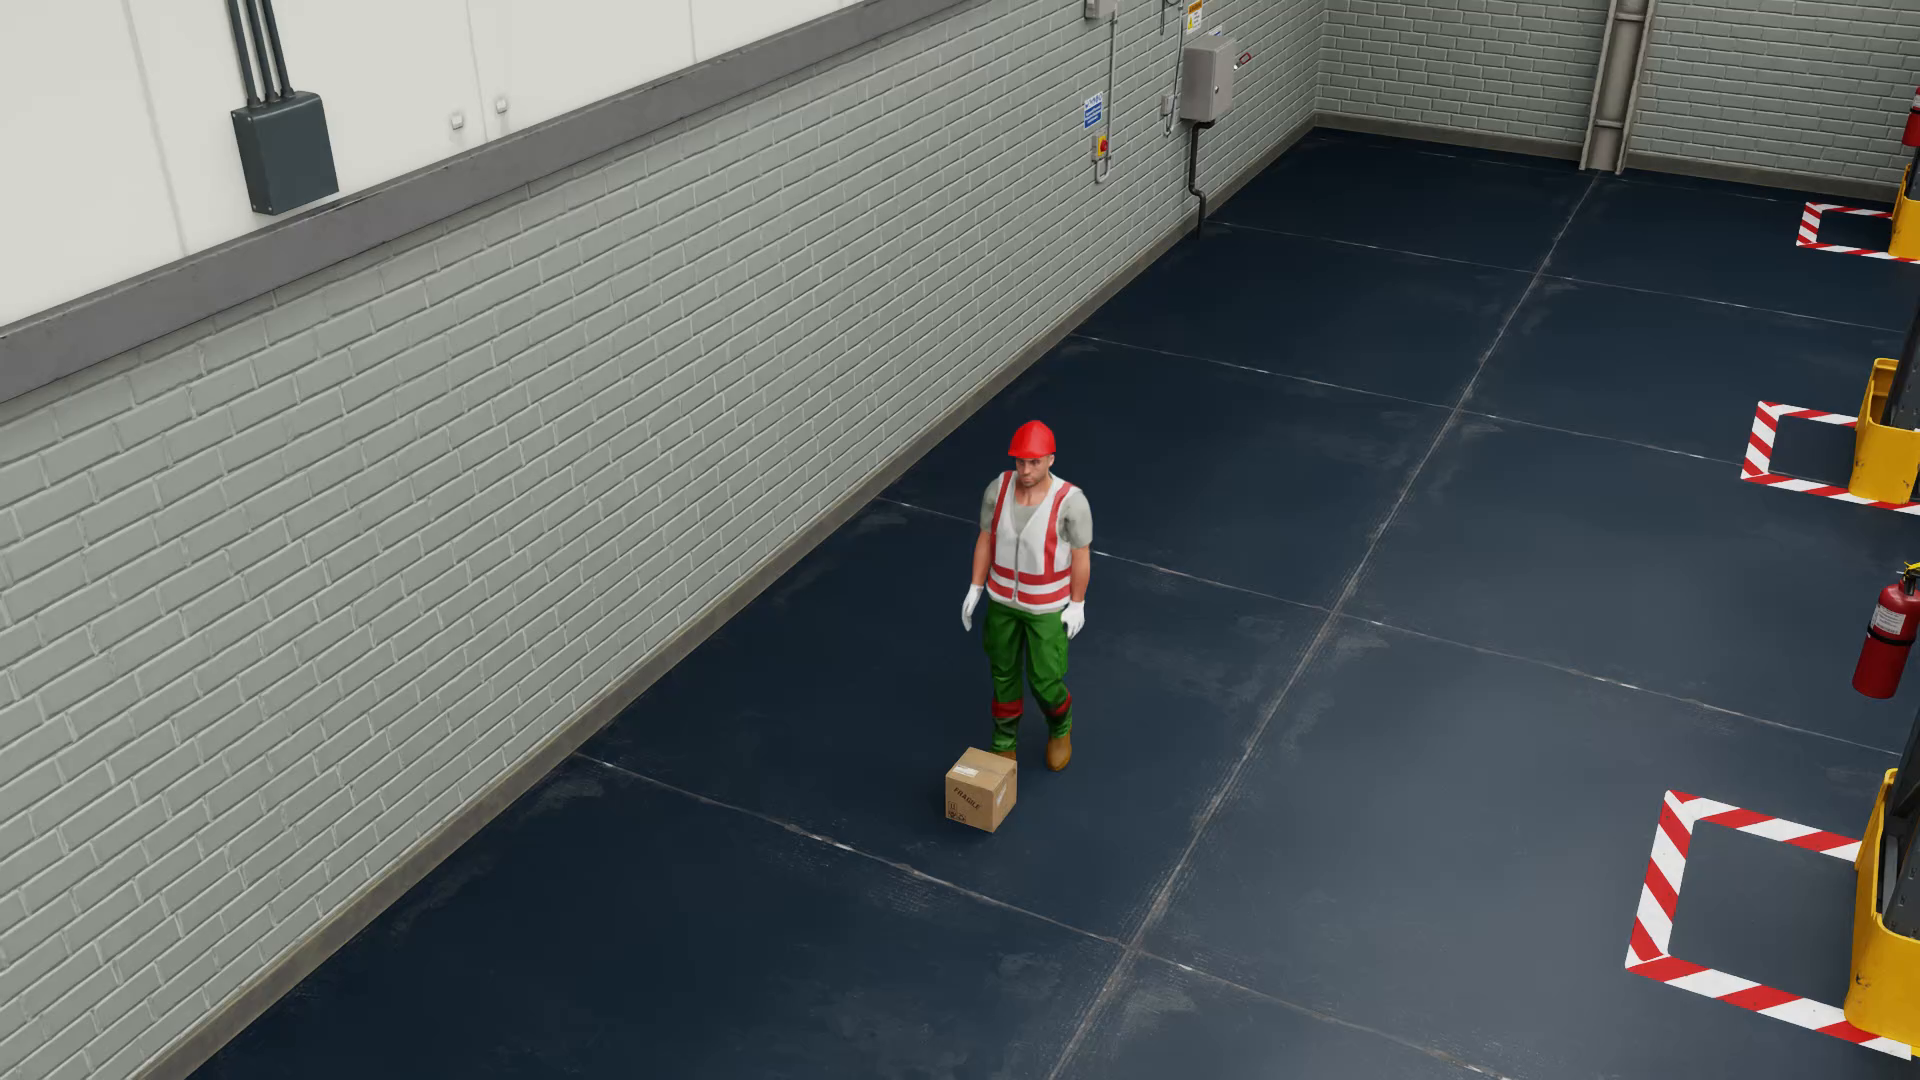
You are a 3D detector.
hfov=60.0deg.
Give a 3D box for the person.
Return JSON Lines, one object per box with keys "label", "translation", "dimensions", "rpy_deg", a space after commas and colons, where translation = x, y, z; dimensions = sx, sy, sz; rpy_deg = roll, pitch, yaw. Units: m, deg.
{"label": "person", "translation": [0.289, 0.311, 7.711], "dimensions": [0.544, 1.800, 0.532], "rpy_deg": [15, 33, 24]}
